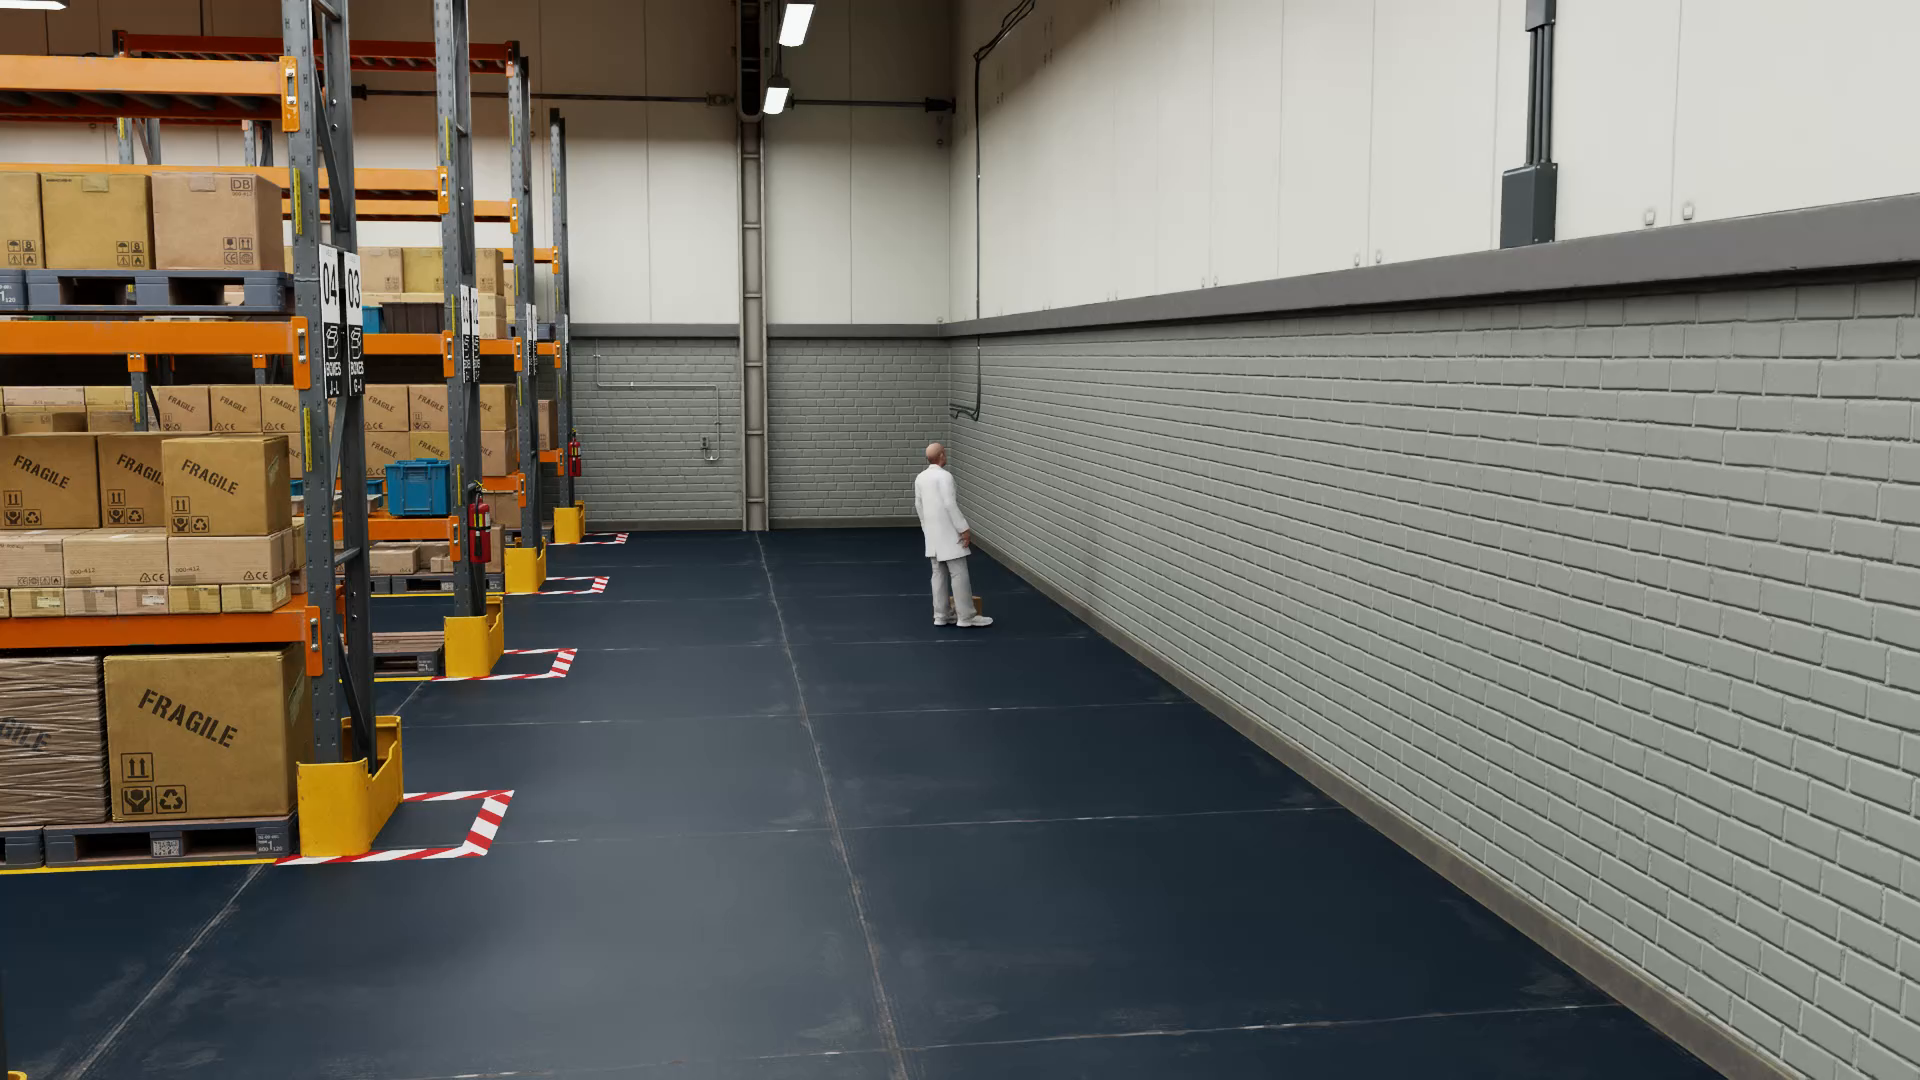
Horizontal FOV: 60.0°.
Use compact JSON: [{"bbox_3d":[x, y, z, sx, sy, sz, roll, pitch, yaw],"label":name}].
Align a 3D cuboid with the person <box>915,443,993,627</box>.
[{"bbox_3d":[-0.084,-0.060,16.231,0.579,1.778,0.698,-5,8,-37],"label":"person"}]
